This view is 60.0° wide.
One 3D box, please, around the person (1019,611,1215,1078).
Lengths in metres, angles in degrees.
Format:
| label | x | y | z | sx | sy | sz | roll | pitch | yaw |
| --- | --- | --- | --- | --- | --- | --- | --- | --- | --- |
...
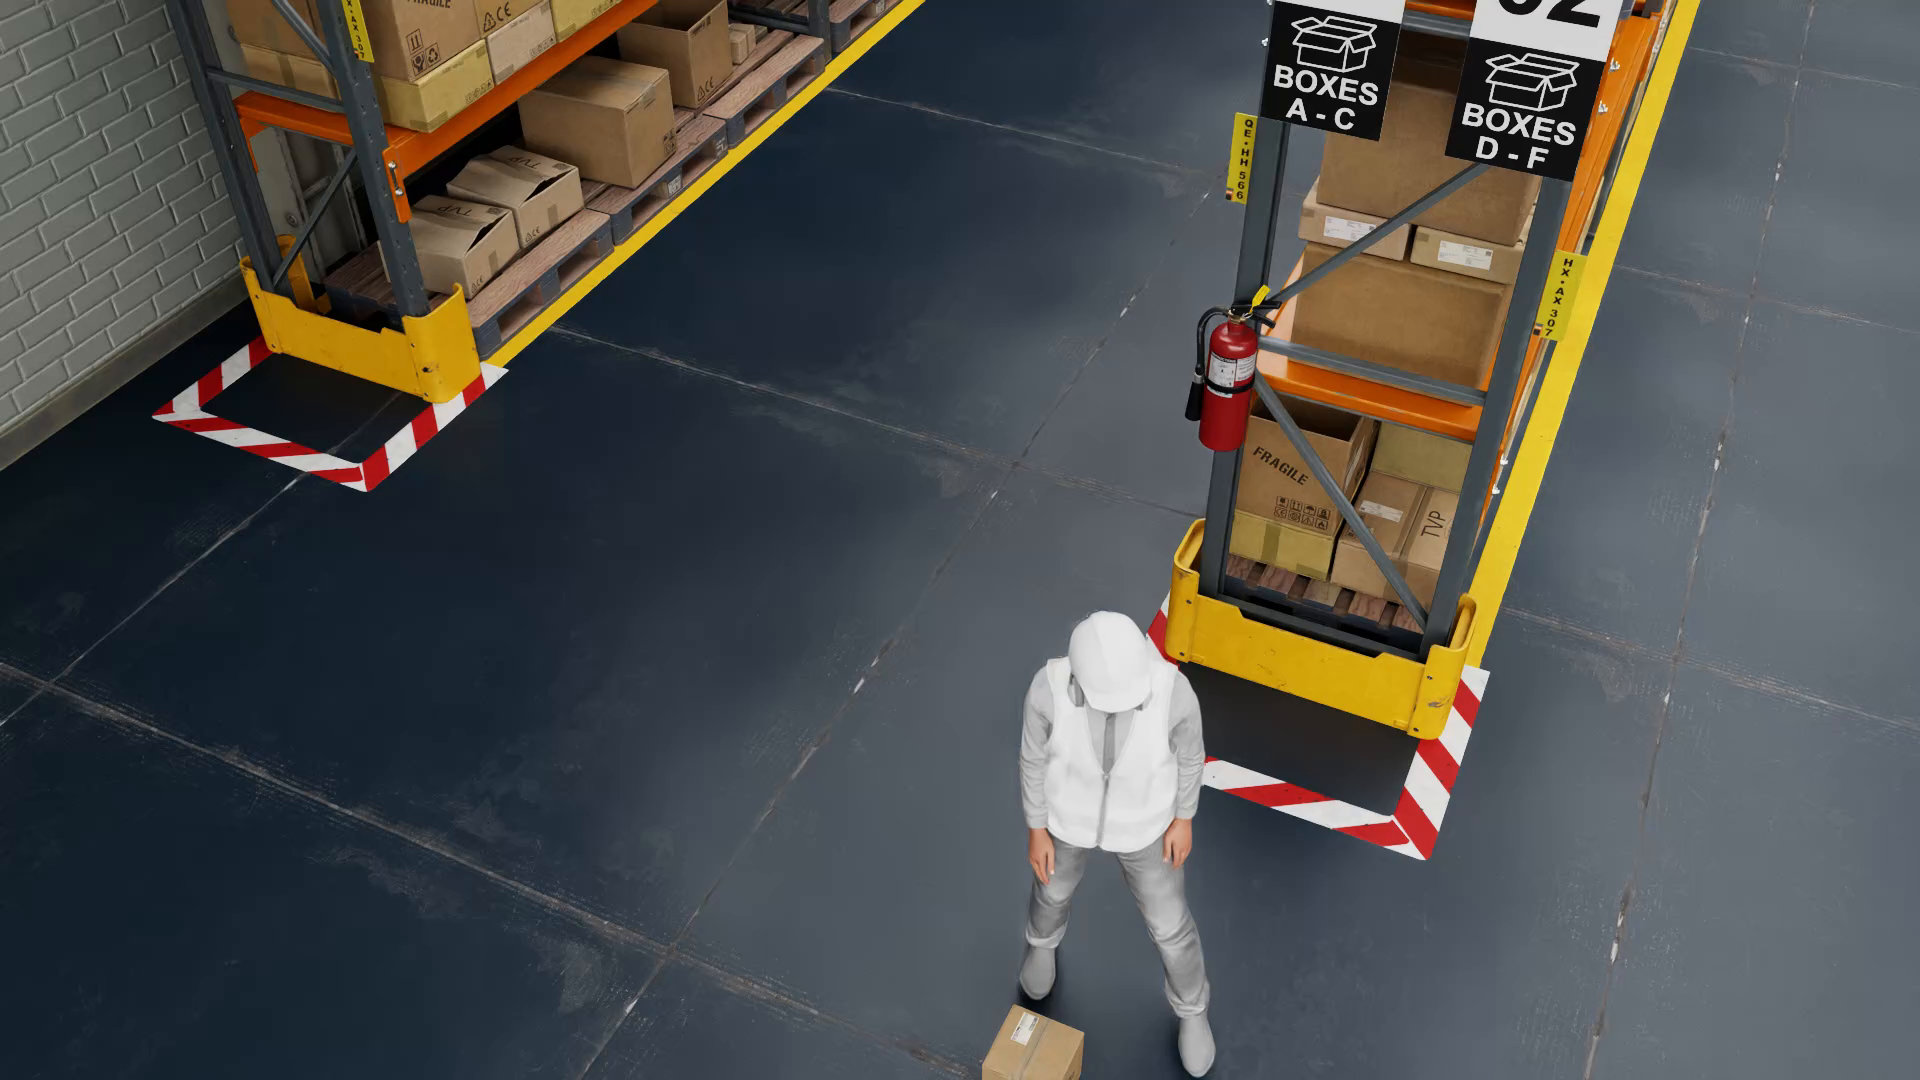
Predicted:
| label | x | y | z | sx | sy | sz | roll | pitch | yaw |
| --- | --- | --- | --- | --- | --- | --- | --- | --- | --- |
| person | 0.521 | 0.909 | 5.104 | 0.713 | 1.758 | 0.533 | 6 | 42 | 7 |
